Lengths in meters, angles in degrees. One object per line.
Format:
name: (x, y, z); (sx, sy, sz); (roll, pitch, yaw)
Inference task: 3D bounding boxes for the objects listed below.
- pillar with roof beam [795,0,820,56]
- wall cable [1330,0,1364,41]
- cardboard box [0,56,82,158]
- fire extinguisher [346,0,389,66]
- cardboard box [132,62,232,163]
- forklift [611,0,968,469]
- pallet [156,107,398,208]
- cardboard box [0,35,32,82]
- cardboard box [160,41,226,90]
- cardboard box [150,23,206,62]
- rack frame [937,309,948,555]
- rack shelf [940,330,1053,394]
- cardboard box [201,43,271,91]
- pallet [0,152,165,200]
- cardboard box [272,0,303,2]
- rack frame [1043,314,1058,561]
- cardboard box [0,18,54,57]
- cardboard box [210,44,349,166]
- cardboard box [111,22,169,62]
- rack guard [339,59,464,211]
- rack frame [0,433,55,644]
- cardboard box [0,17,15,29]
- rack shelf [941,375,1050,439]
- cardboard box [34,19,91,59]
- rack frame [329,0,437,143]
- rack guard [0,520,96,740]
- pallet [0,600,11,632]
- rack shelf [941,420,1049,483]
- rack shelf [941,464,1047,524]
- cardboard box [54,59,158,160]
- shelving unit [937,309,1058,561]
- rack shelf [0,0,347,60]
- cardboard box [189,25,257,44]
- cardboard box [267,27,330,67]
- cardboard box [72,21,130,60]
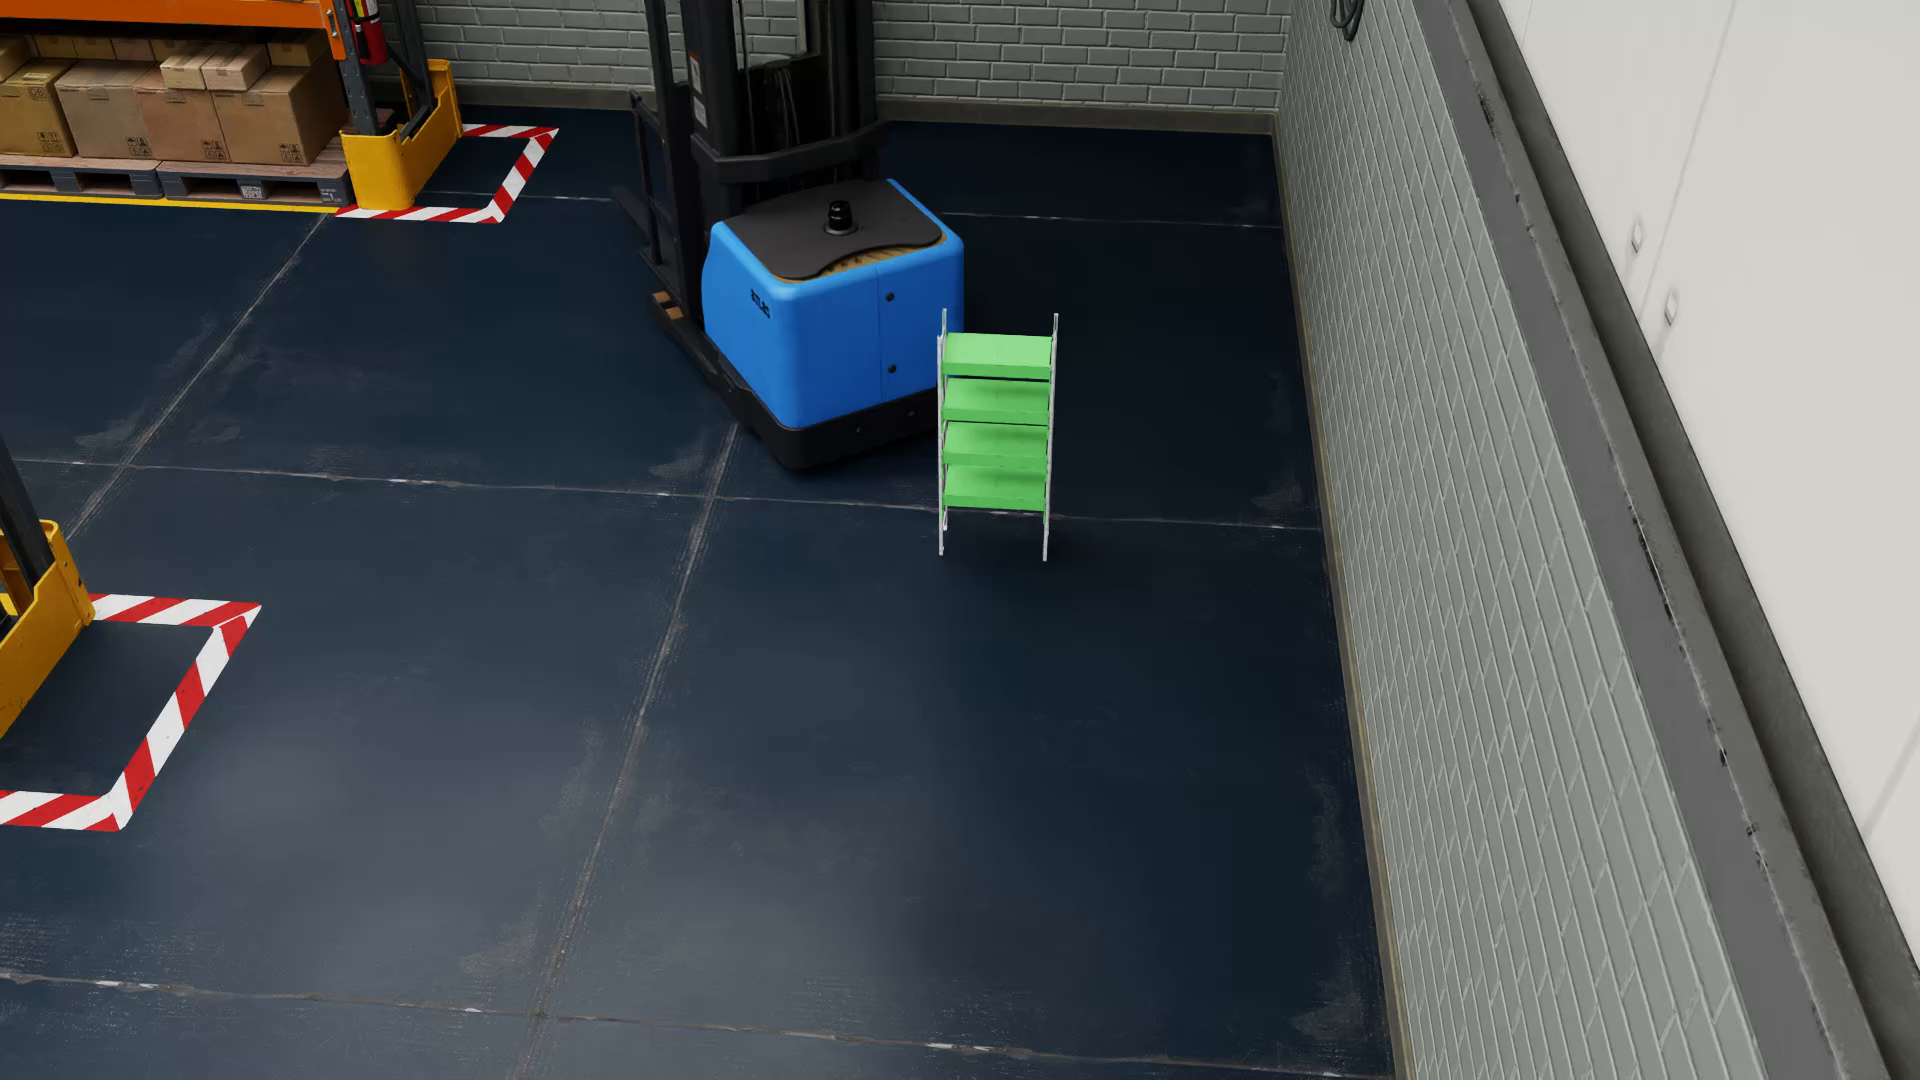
pillar with roof beam: (-1.225, -3.626, 5.247); (0.400, 9.000, 9.100); (3, 39, 4)
wall cable: (1.986, -4.199, 8.411); (0.112, 2.526, 3.097); (3, 39, 4)
cardboard box: (-5.855, -2.857, 10.702); (0.500, 0.500, 0.700); (4, 39, 5)
fire extinguisher: (-3.508, -3.137, 9.754); (0.183, 0.674, 0.296); (3, 39, 4)
cardboard box: (-4.822, -2.805, 10.639); (0.500, 0.500, 0.700); (3, 39, 4)
forklift: (-1.120, -2.402, 8.549); (1.130, 2.935, 3.031); (-19, 43, -22)
pallet: (-4.421, -2.522, 10.852); (1.213, 0.211, 1.003); (3, 39, 4)
cardboard box: (-6.021, -3.006, 10.370); (0.250, 0.149, 0.380); (2, 39, 3)
cardboard box: (-4.722, -2.936, 10.285); (0.250, 0.149, 0.380); (4, 39, 5)
cardboard box: (-4.936, -3.190, 10.597); (0.250, 0.149, 0.380); (3, 39, 4)
rack frame: (-0.078, -0.470, 7.547); (0.015, 1.200, 0.240); (3, 39, 4)
rack shelf: (0.165, -0.779, 7.268); (0.480, 0.148, 0.258); (3, 39, 4)
cardboard box: (-4.468, -2.922, 10.268); (0.250, 0.149, 0.380); (3, 39, 3)
pallet: (-5.633, -2.591, 10.936); (1.213, 0.211, 1.003); (3, 39, 4)
cardboard box: (-4.127, -3.747, 9.911); (0.700, 0.700, 0.980); (5, 39, 6)
rack frame: (0.408, -0.443, 7.514); (0.015, 1.200, 0.240); (3, 39, 4)
cardboard box: (-5.955, -3.244, 10.664); (0.250, 0.149, 0.380); (4, 39, 4)
cardboard box: (-4.324, -2.778, 10.605); (0.500, 0.500, 0.700); (3, 39, 4)
cardboard box: (-5.190, -3.203, 10.613); (0.250, 0.149, 0.380); (4, 39, 4)
rack guard: (-3.594, -2.639, 10.766); (0.348, 0.500, 1.175); (3, 39, 4)
rack frame: (-4.042, -0.494, 6.151); (0.127, 3.000, 1.000); (3, 39, 4)
cardboard box: (-6.206, -3.259, 10.681); (0.250, 0.149, 0.380); (2, 39, 2)
rack shelf: (0.165, -0.593, 7.419); (0.480, 0.148, 0.258); (3, 39, 4)
cardboard box: (-5.698, -3.231, 10.647); (0.250, 0.149, 0.380); (2, 39, 3)
rack frame: (-3.618, -3.610, 9.979); (0.127, 3.000, 1.000); (3, 39, 4)
rack guard: (-4.117, 0.471, 6.945); (0.348, 0.500, 1.175); (3, 39, 4)
pallet: (-4.912, 0.541, 7.089); (1.213, 0.211, 1.003); (3, 39, 4)
rack shelf: (0.165, -0.407, 7.571); (0.480, 0.148, 0.258); (3, 39, 4)
rack shelf: (0.165, -0.221, 7.722); (0.480, 0.148, 0.258); (3, 39, 4)
cardboard box: (-5.324, -2.832, 10.672); (0.500, 0.500, 0.700); (2, 39, 2)
shelving unit: (0.165, -0.456, 7.531); (0.503, 1.200, 0.258); (3, 39, 4)
rack shelf: (-5.611, -3.440, 10.340); (4.000, 0.370, 1.077); (3, 39, 4)
cardboard box: (-4.687, -3.176, 10.580); (0.250, 0.149, 0.380); (3, 39, 4)
cardboard box: (-4.182, -3.149, 10.546); (0.250, 0.149, 0.380); (3, 39, 4)
cardboard box: (-5.445, -3.217, 10.630); (0.250, 0.149, 0.380); (4, 39, 4)
